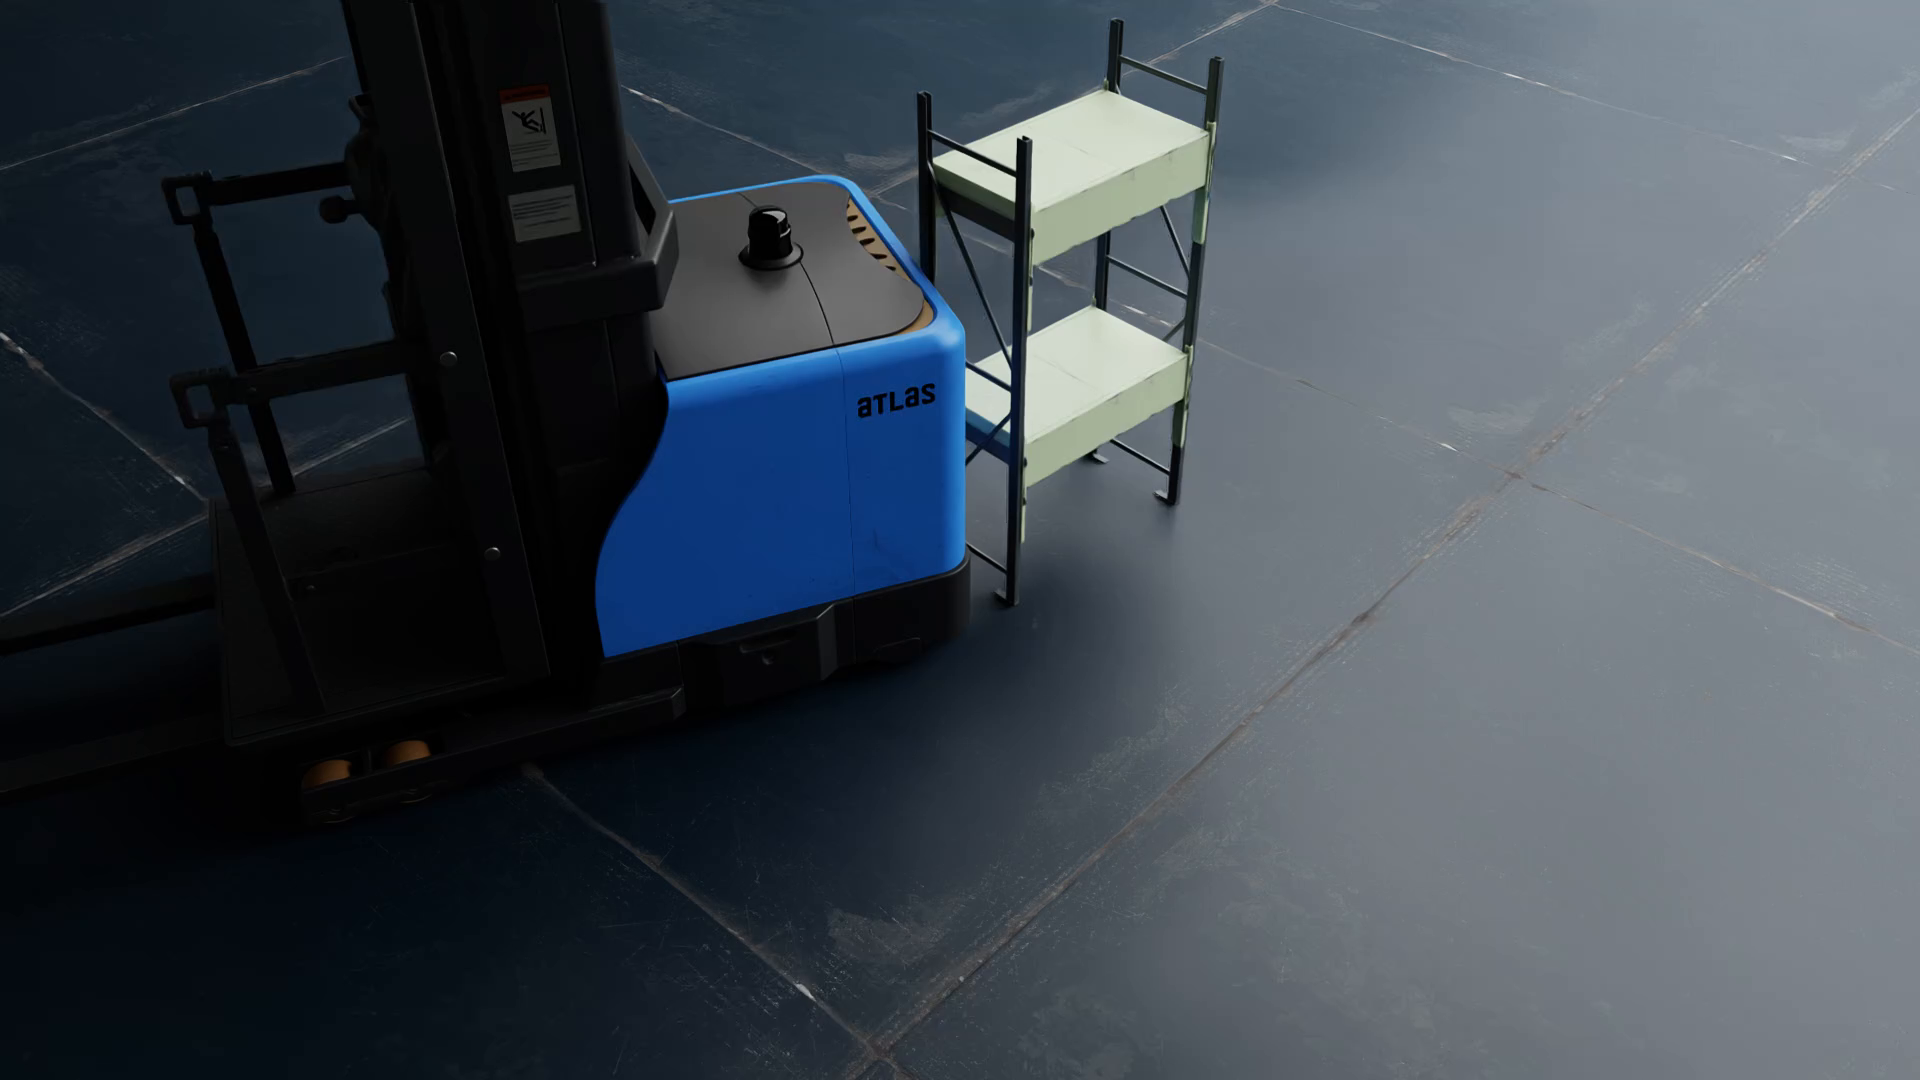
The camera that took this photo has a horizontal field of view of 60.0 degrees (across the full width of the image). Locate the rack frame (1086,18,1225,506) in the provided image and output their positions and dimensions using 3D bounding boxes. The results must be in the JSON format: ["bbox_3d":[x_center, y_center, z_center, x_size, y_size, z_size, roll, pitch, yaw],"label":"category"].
[{"bbox_3d":[0.568,-0.792,5.041,0.023,1.500,0.400,-30,47,-32],"label":"rack frame"}]

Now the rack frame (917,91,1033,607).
[{"bbox_3d":[0.034,-0.481,4.649,0.023,1.500,0.400,-30,47,-32],"label":"rack frame"}]

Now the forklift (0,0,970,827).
[{"bbox_3d":[-1.541,-0.785,3.883,3.031,2.935,1.130,-14,41,-17],"label":"forklift"}]

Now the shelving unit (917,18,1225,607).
[{"bbox_3d":[0.301,-0.636,4.845,0.755,1.500,0.431,-30,47,-32],"label":"shelving unit"}]

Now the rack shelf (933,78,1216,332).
[{"bbox_3d":[0.301,-0.942,4.602,0.720,0.370,0.431,-30,47,-32],"label":"rack shelf"}]

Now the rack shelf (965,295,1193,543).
[{"bbox_3d":[0.301,-0.381,5.048,0.720,0.370,0.431,-30,47,-32],"label":"rack shelf"}]
